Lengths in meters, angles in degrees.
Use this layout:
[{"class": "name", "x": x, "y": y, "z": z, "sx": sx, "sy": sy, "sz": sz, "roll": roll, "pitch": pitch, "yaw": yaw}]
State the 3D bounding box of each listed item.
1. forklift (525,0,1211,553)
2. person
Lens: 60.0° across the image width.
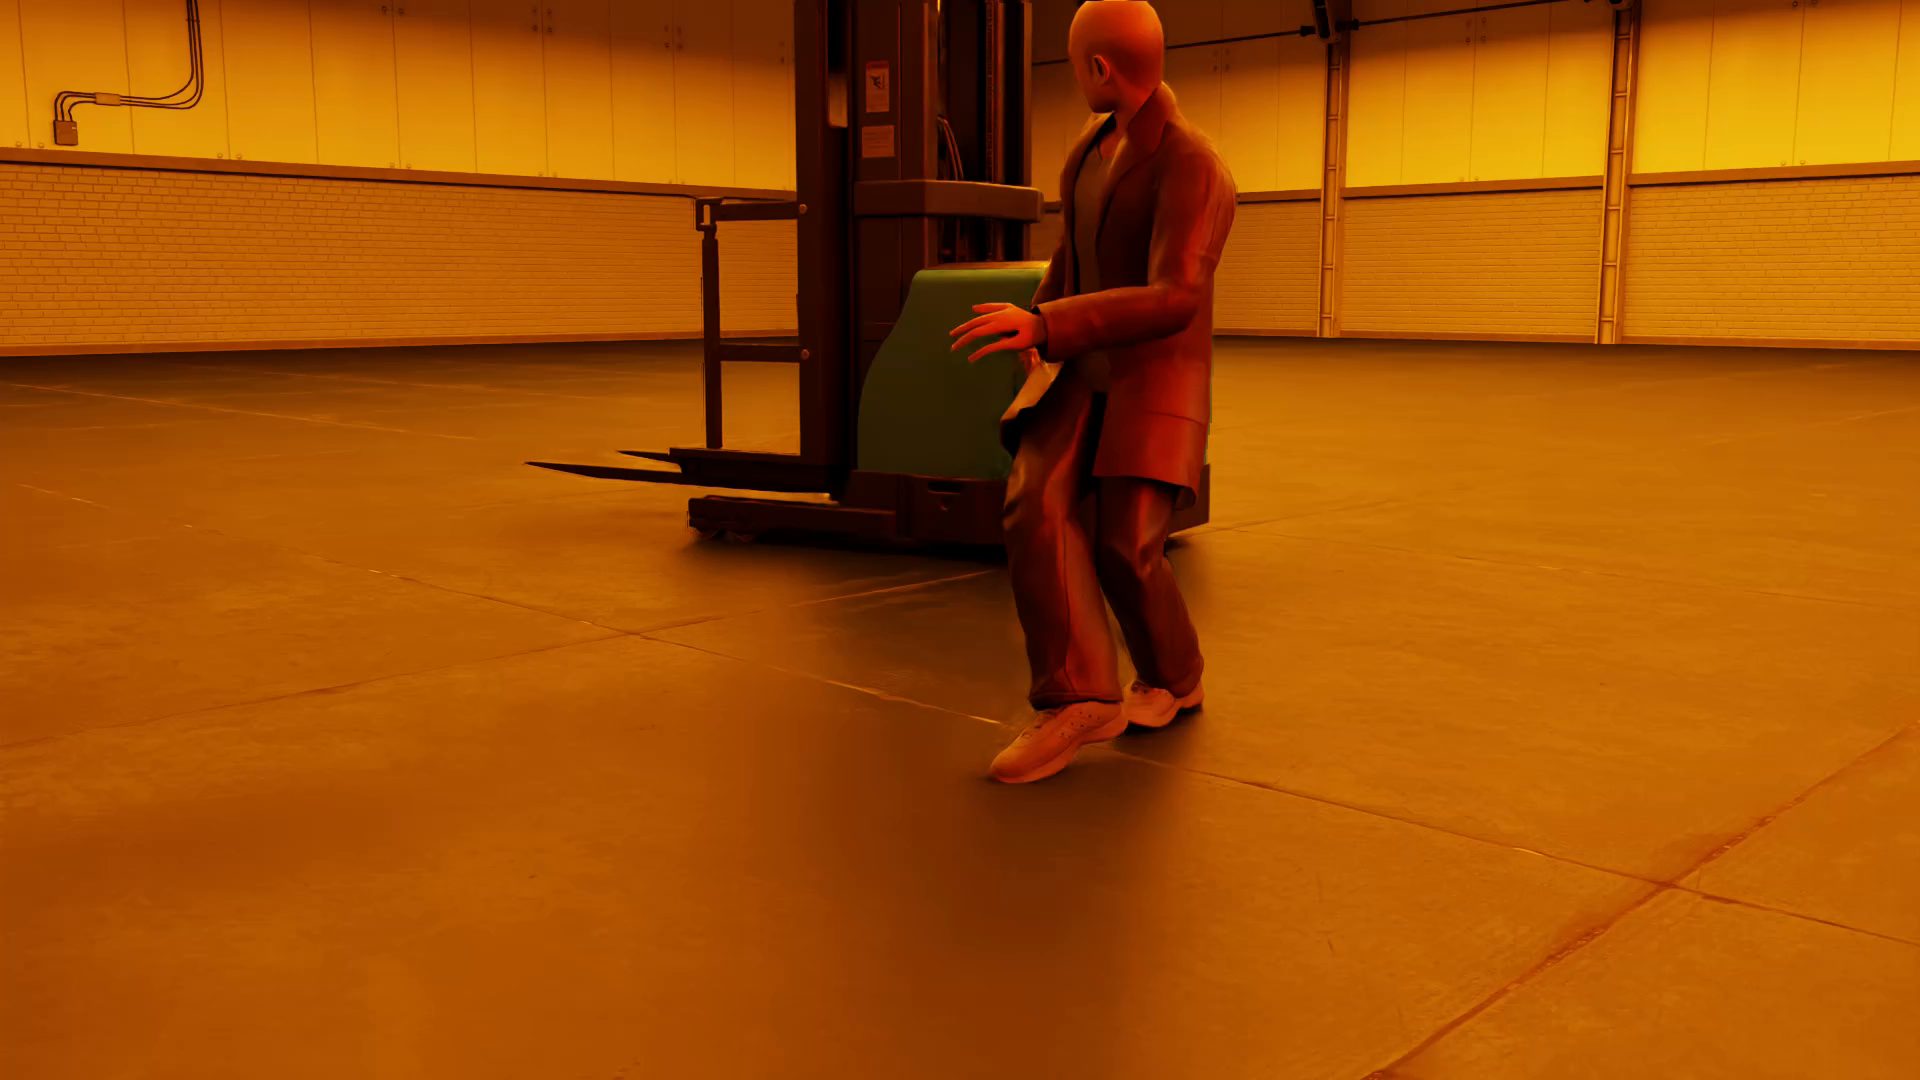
[{"class": "forklift", "x": -0.517, "y": -1.509, "z": 6.898, "sx": 3.031, "sy": 2.935, "sz": 1.130, "roll": 5, "pitch": 10, "yaw": 31}, {"class": "person", "x": 0.237, "y": -0.358, "z": 3.691, "sx": 0.817, "sy": 1.626, "sz": 0.850, "roll": 8, "pitch": 12, "yaw": 44}]
